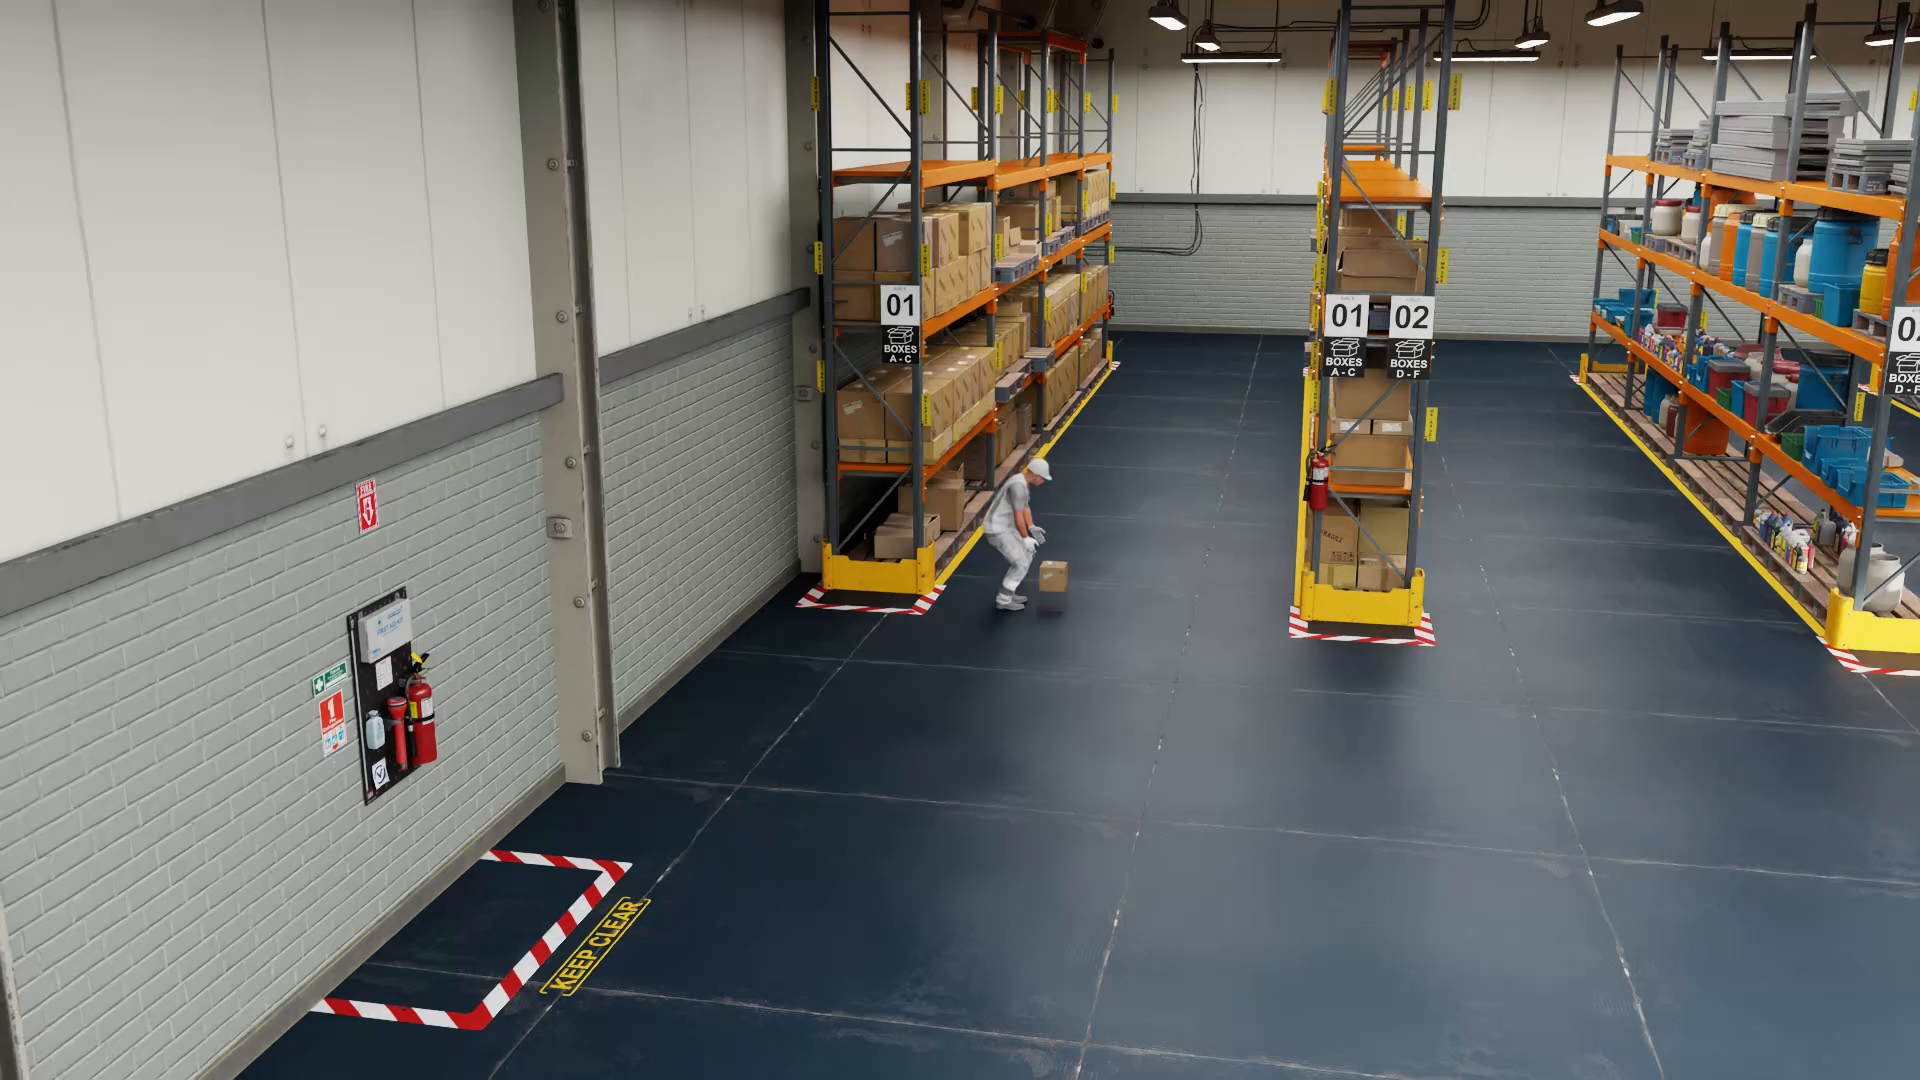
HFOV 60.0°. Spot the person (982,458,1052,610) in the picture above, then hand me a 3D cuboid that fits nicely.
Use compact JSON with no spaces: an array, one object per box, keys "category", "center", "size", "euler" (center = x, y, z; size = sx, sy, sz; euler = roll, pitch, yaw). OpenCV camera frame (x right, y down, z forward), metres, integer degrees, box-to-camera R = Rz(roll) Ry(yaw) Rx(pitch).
[{"category":"person","center":[0.576,-0.081,16.797],"size":[0.690,1.528,0.579],"euler":[3,15,10]}]
